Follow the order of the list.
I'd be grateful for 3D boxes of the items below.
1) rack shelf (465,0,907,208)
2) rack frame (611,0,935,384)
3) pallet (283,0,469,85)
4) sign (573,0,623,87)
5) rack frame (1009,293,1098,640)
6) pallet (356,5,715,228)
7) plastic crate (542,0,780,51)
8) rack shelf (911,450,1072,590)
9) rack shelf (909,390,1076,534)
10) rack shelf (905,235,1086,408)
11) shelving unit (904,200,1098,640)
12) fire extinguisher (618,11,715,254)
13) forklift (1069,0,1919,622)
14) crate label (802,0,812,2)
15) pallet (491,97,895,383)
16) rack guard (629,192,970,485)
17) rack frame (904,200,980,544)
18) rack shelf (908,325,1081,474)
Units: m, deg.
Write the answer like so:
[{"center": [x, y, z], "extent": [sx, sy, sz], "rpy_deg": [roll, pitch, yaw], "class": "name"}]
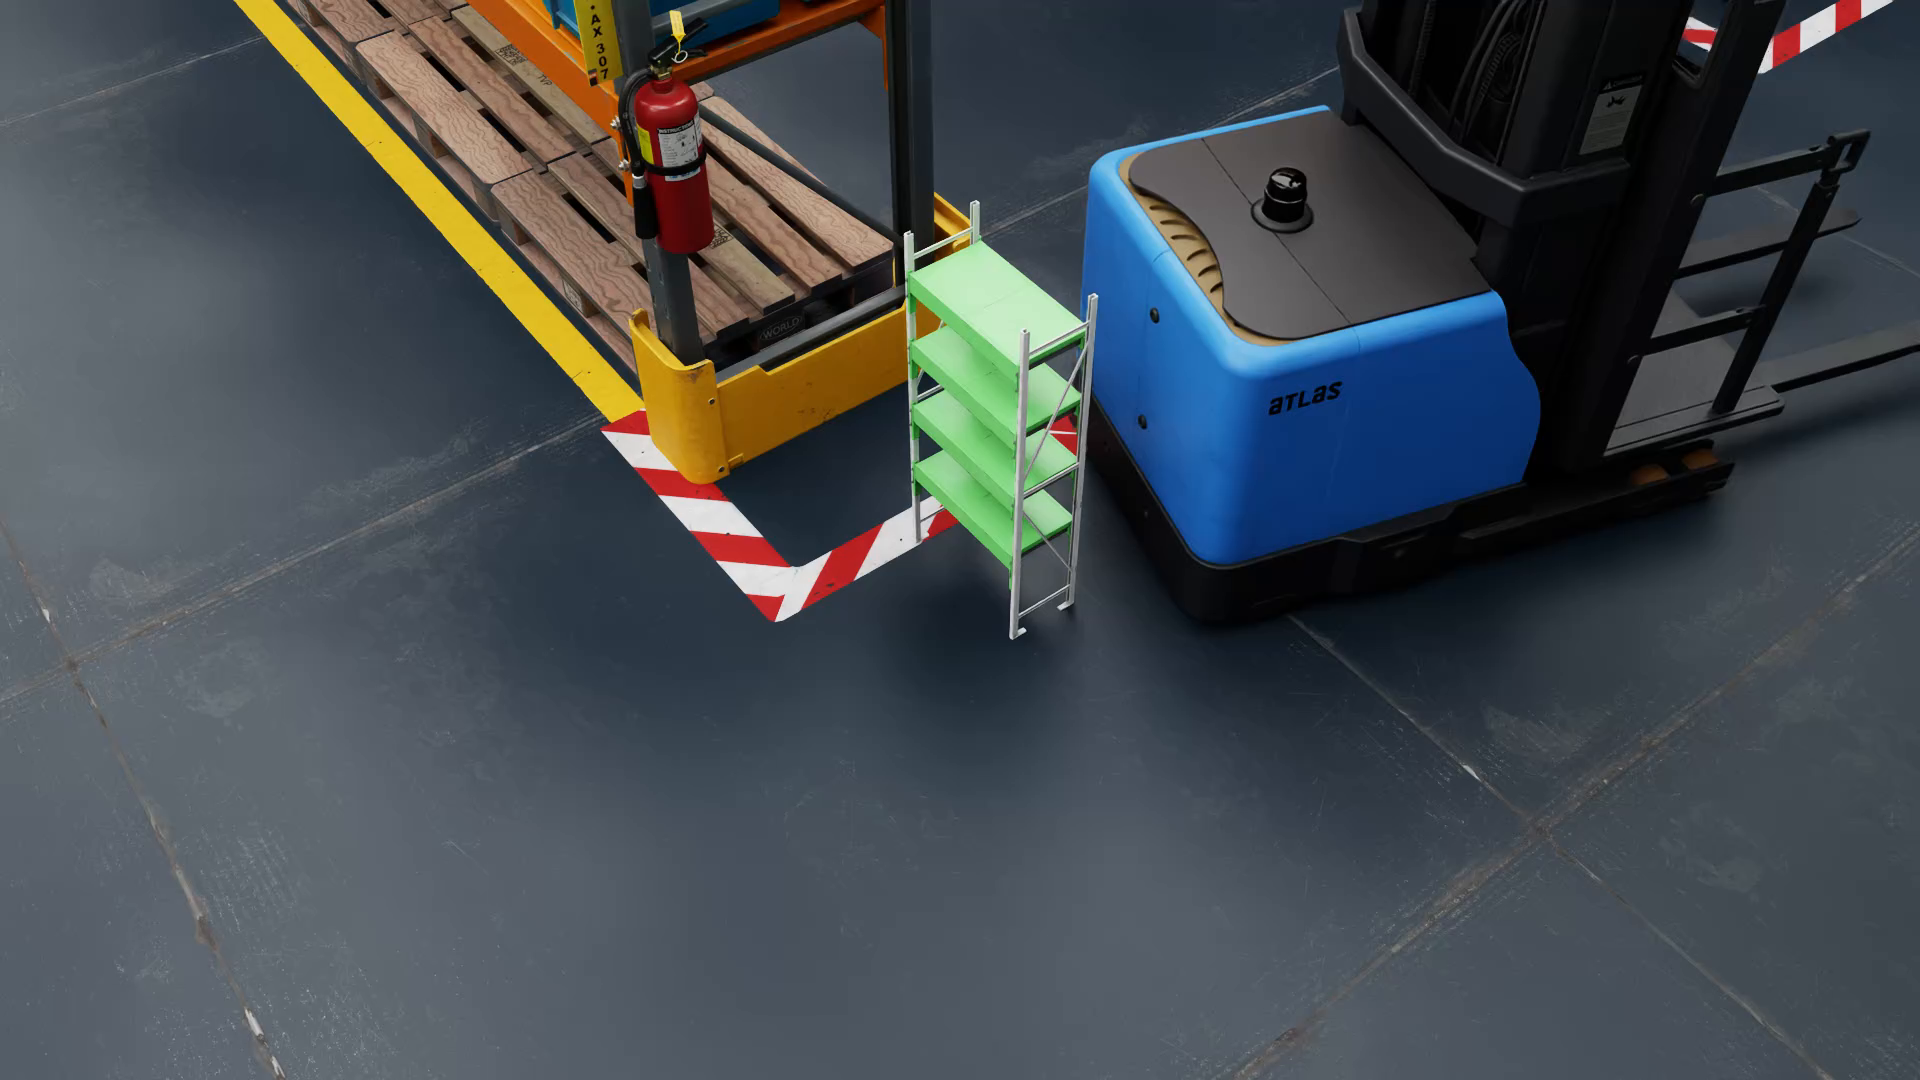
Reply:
[{"center": [-1.728, -2.477, 5.957], "extent": [1.077, 0.370, 4.000], "rpy_deg": [-29, 54, -24], "class": "rack shelf"}, {"center": [-0.517, -1.539, 4.621], "extent": [1.000, 3.000, 0.127], "rpy_deg": [-29, 54, -24], "class": "rack frame"}, {"center": [-2.463, -2.545, 7.415], "extent": [1.003, 0.211, 1.213], "rpy_deg": [-29, 54, -24], "class": "pallet"}, {"center": [-0.945, -1.338, 4.328], "extent": [0.100, 0.325, 0.005], "rpy_deg": [-29, 54, -24], "class": "sign"}, {"center": [0.248, -0.161, 4.586], "extent": [0.240, 1.200, 0.015], "rpy_deg": [-29, 54, -24], "class": "rack frame"}, {"center": [-1.720, -1.825, 6.762], "extent": [1.003, 0.211, 1.213], "rpy_deg": [-29, 54, -24], "class": "pallet"}, {"center": [-0.869, -1.685, 4.689], "extent": [0.616, 0.435, 0.499], "rpy_deg": [-29, 54, -24], "class": "plastic crate"}, {"center": [0.100, -0.101, 4.942], "extent": [0.258, 0.148, 0.480], "rpy_deg": [-29, 54, -24], "class": "rack shelf"}, {"center": [0.100, -0.262, 4.764], "extent": [0.258, 0.148, 0.480], "rpy_deg": [-29, 54, -24], "class": "rack shelf"}, {"center": [0.100, -0.585, 4.409], "extent": [0.258, 0.148, 0.480], "rpy_deg": [-29, 54, -24], "class": "rack shelf"}, {"center": [0.100, -0.305, 4.717], "extent": [0.258, 1.200, 0.503], "rpy_deg": [-29, 54, -24], "class": "shelving unit"}, {"center": [-0.788, -1.095, 4.522], "extent": [0.296, 0.674, 0.183], "rpy_deg": [-29, 54, -24], "class": "fire extinguisher"}, {"center": [1.933, -1.421, 4.560], "extent": [3.031, 2.935, 1.130], "rpy_deg": [-15, 50, -13], "class": "forklift"}, {"center": [-0.405, -1.797, 4.927], "extent": [0.416, 0.233, 0.303], "rpy_deg": [-29, 54, -24], "class": "crate label"}, {"center": [-0.986, -1.106, 6.111], "extent": [1.003, 0.211, 1.213], "rpy_deg": [-29, 54, -24], "class": "pallet"}, {"center": [-0.492, -0.691, 5.539], "extent": [1.175, 0.500, 0.348], "rpy_deg": [-29, 54, -24], "class": "rack guard"}, {"center": [-0.047, -0.449, 4.847], "extent": [0.240, 1.200, 0.015], "rpy_deg": [-29, 54, -24], "class": "rack frame"}, {"center": [0.100, -0.424, 4.586], "extent": [0.258, 0.148, 0.480], "rpy_deg": [-29, 54, -24], "class": "rack shelf"}]
